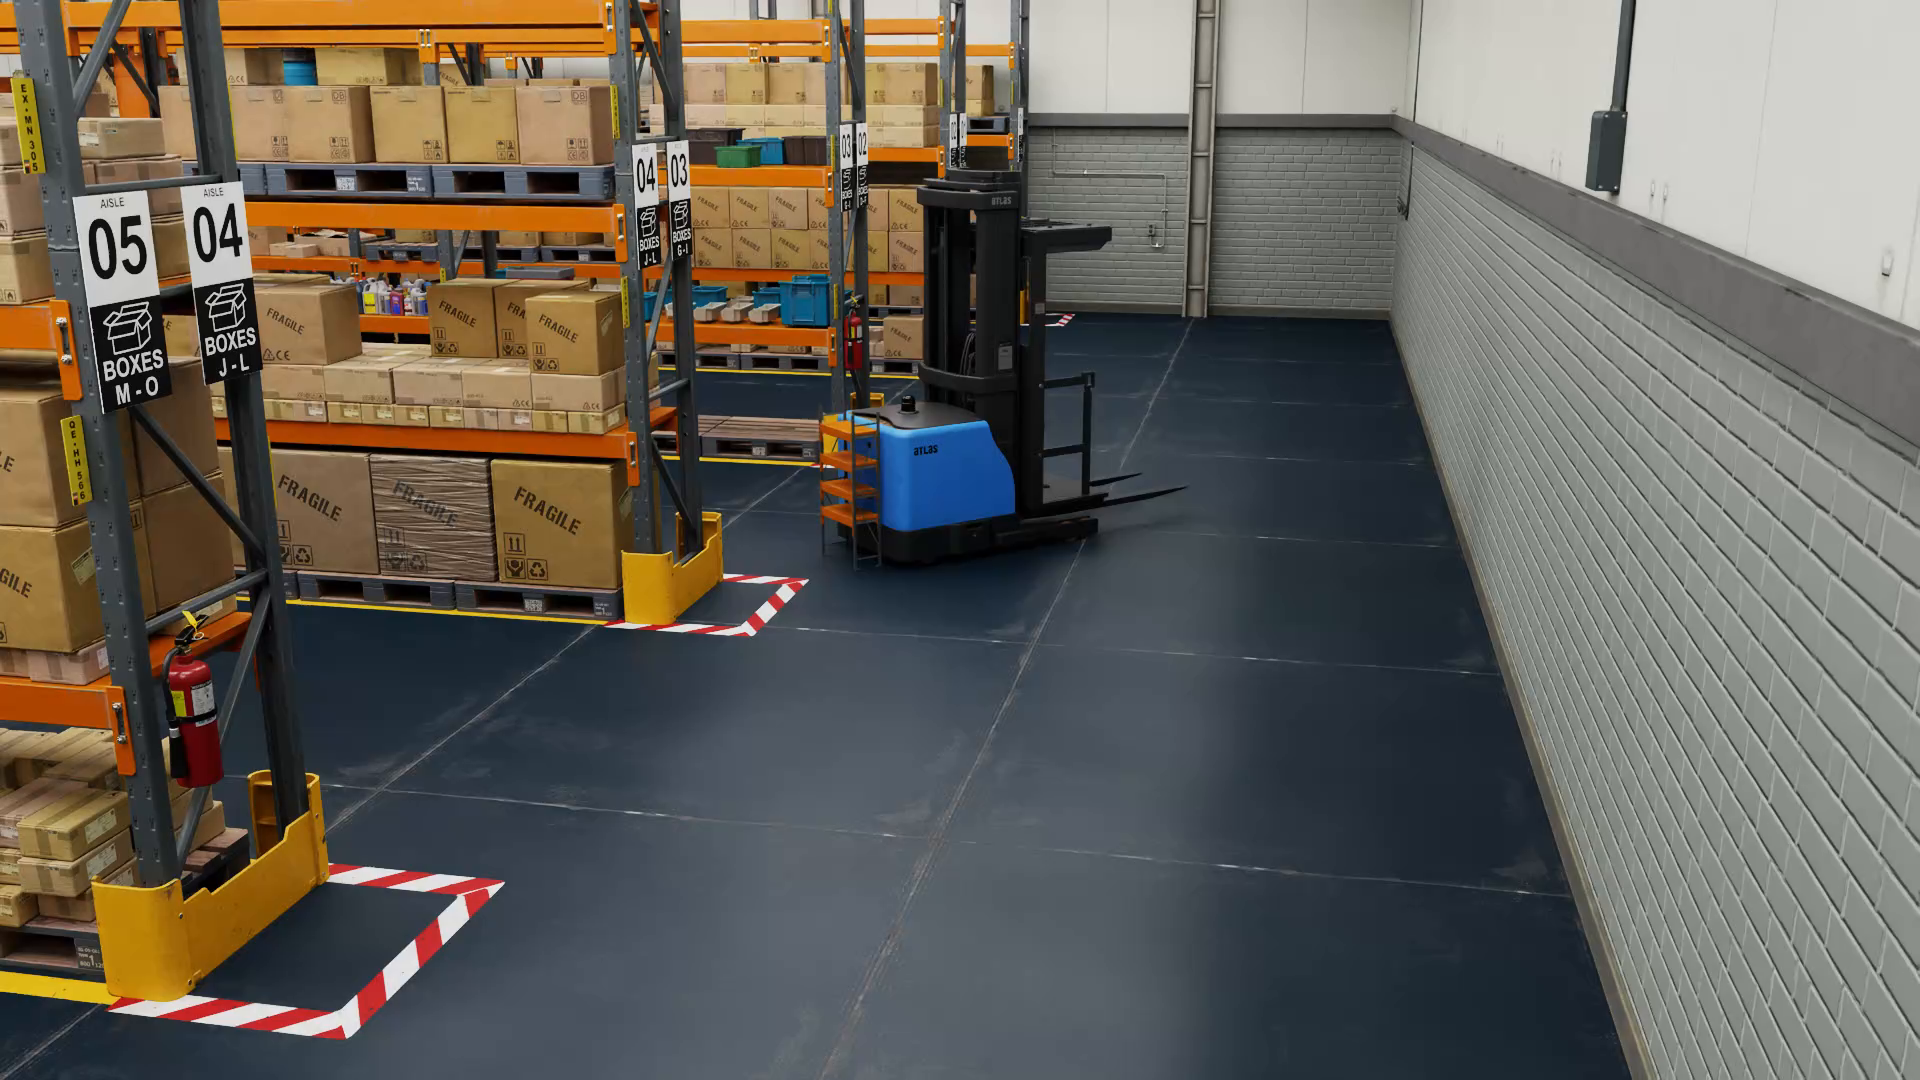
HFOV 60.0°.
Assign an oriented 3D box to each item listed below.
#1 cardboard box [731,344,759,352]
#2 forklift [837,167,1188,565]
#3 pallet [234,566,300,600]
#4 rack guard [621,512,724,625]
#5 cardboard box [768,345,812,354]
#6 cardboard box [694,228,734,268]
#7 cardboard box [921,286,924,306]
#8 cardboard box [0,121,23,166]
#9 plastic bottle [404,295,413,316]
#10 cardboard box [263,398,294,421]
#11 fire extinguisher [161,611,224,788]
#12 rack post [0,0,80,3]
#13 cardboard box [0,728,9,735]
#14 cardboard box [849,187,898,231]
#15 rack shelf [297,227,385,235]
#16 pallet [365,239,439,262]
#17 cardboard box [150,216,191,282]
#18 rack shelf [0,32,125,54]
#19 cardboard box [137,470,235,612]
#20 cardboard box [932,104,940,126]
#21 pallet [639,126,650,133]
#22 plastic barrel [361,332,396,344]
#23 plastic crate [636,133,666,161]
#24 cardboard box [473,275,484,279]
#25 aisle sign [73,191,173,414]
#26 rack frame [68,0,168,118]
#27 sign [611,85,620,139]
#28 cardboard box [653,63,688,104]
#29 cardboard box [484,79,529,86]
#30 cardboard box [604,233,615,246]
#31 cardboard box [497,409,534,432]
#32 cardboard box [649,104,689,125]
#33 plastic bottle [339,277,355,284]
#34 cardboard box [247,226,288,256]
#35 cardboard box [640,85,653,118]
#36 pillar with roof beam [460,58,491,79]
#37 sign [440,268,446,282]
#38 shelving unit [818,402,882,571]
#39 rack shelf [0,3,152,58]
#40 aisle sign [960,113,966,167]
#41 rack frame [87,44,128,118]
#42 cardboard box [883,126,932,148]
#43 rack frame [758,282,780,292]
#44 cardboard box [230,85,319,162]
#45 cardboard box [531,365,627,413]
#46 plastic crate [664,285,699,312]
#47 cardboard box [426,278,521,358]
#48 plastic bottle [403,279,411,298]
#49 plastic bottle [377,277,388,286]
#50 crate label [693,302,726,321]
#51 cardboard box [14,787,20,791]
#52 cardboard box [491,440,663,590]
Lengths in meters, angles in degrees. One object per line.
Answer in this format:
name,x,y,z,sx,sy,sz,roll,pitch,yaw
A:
cardboard box,-2.787,-2.549,21.559,0.250,0.166,0.380,3,16,11
forklift,0.523,-1.507,13.441,3.031,2.935,1.130,-10,18,-33
pallet,-5.253,0.171,12.479,1.213,0.211,1.003,3,16,11
rack guard,-2.039,0.185,11.888,0.348,0.500,1.175,3,16,11
cardboard box,-2.163,-2.735,21.600,0.637,0.503,0.797,3,16,11
cardboard box,-3.057,-3.748,21.218,0.500,0.500,0.500,3,16,12
cardboard box,-0.298,-3.944,26.006,0.500,0.500,0.700,3,16,11
cardboard box,-3.534,-1.476,6.180,0.250,0.149,0.380,3,16,11
plastic bottle,-5.565,-2.369,16.798,0.097,0.201,0.097,0,15,0
cardboard box,-4.734,-0.955,11.791,0.250,0.149,0.380,3,16,10
fire extinguisher,-2.995,0.622,6.470,0.183,0.674,0.296,3,16,11
rack post,-10.888,-5.860,17.416,3.121,1.000,1.013,3,16,11
cardboard box,-4.641,1.000,7.701,0.250,0.149,0.380,4,16,13
cardboard box,-1.071,-4.121,20.689,0.500,0.500,0.500,4,16,13
rack shelf,-8.901,-5.094,27.609,4.000,0.370,1.077,3,16,11
pallet,-7.246,-3.928,22.411,1.003,0.211,1.213,3,16,11
cardboard box,-3.539,-1.193,6.841,0.500,0.250,0.500,4,16,13
rack shelf,-10.875,-5.200,17.505,4.000,0.370,1.077,3,16,11
cardboard box,-3.535,-0.017,7.188,0.500,0.500,0.500,4,16,14
cardboard box,-0.537,-5.322,20.811,0.500,0.250,0.500,3,16,11
pallet,-4.630,-5.233,21.498,1.003,0.211,1.213,3,16,11
plastic barrel,-6.219,-1.792,17.485,0.708,0.901,0.600,3,16,11
plastic crate,-3.186,-3.904,16.569,0.530,0.282,0.437,3,16,11
cardboard box,-7.657,-4.366,27.493,0.500,0.500,0.700,3,16,12
aisle sign,-3.138,-0.899,6.250,0.004,0.787,0.394,3,16,11
rack frame,-5.982,-4.125,11.526,0.127,3.000,1.000,3,16,11
sign,-2.184,-2.714,10.541,0.005,0.325,0.100,3,16,11
cardboard box,-3.521,-5.785,21.077,0.500,0.500,0.700,3,16,11
cardboard box,-5.791,-5.686,21.618,0.600,0.600,0.600,2,16,9
cardboard box,-4.424,-4.159,21.914,0.500,0.500,0.700,-2,16,-8
cardboard box,-2.979,-0.860,11.448,0.250,0.149,0.380,3,16,11
cardboard box,-3.578,-5.348,20.906,0.500,0.250,0.500,3,16,11
plastic bottle,-6.508,-2.656,17.692,0.135,0.276,0.152,3,16,11
cardboard box,-9.572,-4.171,22.743,0.500,0.500,0.500,2,16,8
cardboard box,-4.898,-6.959,26.363,0.500,0.500,0.700,3,16,11
pillar with roof beam,-8.900,-7.394,23.329,0.400,9.000,9.100,3,16,11
sign,-5.107,-2.519,16.448,0.005,0.325,0.100,3,16,11
shelving unit,-0.844,-0.418,12.753,0.258,1.200,0.503,-10,19,-33
rack shelf,-7.942,-3.692,12.060,4.000,0.370,1.077,3,16,11
aisle sign,0.040,-4.938,20.831,0.004,0.787,0.394,3,16,11
rack frame,-8.915,-5.633,16.972,0.127,3.000,1.000,3,16,11
cardboard box,-0.641,-4.944,20.383,0.500,0.250,0.500,3,16,11
rack frame,-3.021,-5.121,26.360,0.127,3.000,1.000,3,16,11
cardboard box,-4.677,-2.922,11.643,0.500,0.500,0.700,4,16,14
cardboard box,-2.591,-1.048,11.382,0.500,0.250,0.500,3,16,10
plastic crate,-2.836,-2.450,16.919,0.300,0.233,0.416,3,16,11
cardboard box,-3.478,-1.602,11.976,0.500,0.500,0.500,3,16,10
plastic bottle,-5.840,-2.624,17.589,0.097,0.271,0.097,0,15,0
plastic bottle,-6.140,-2.652,17.664,0.133,0.283,0.061,3,16,11
crate label,-2.470,-2.242,16.349,0.243,0.136,0.396,3,16,11
cardboard box,-4.357,1.143,7.743,0.250,0.149,0.380,4,16,13
cardboard box,-2.706,-0.213,11.834,0.875,0.875,0.875,3,16,11
